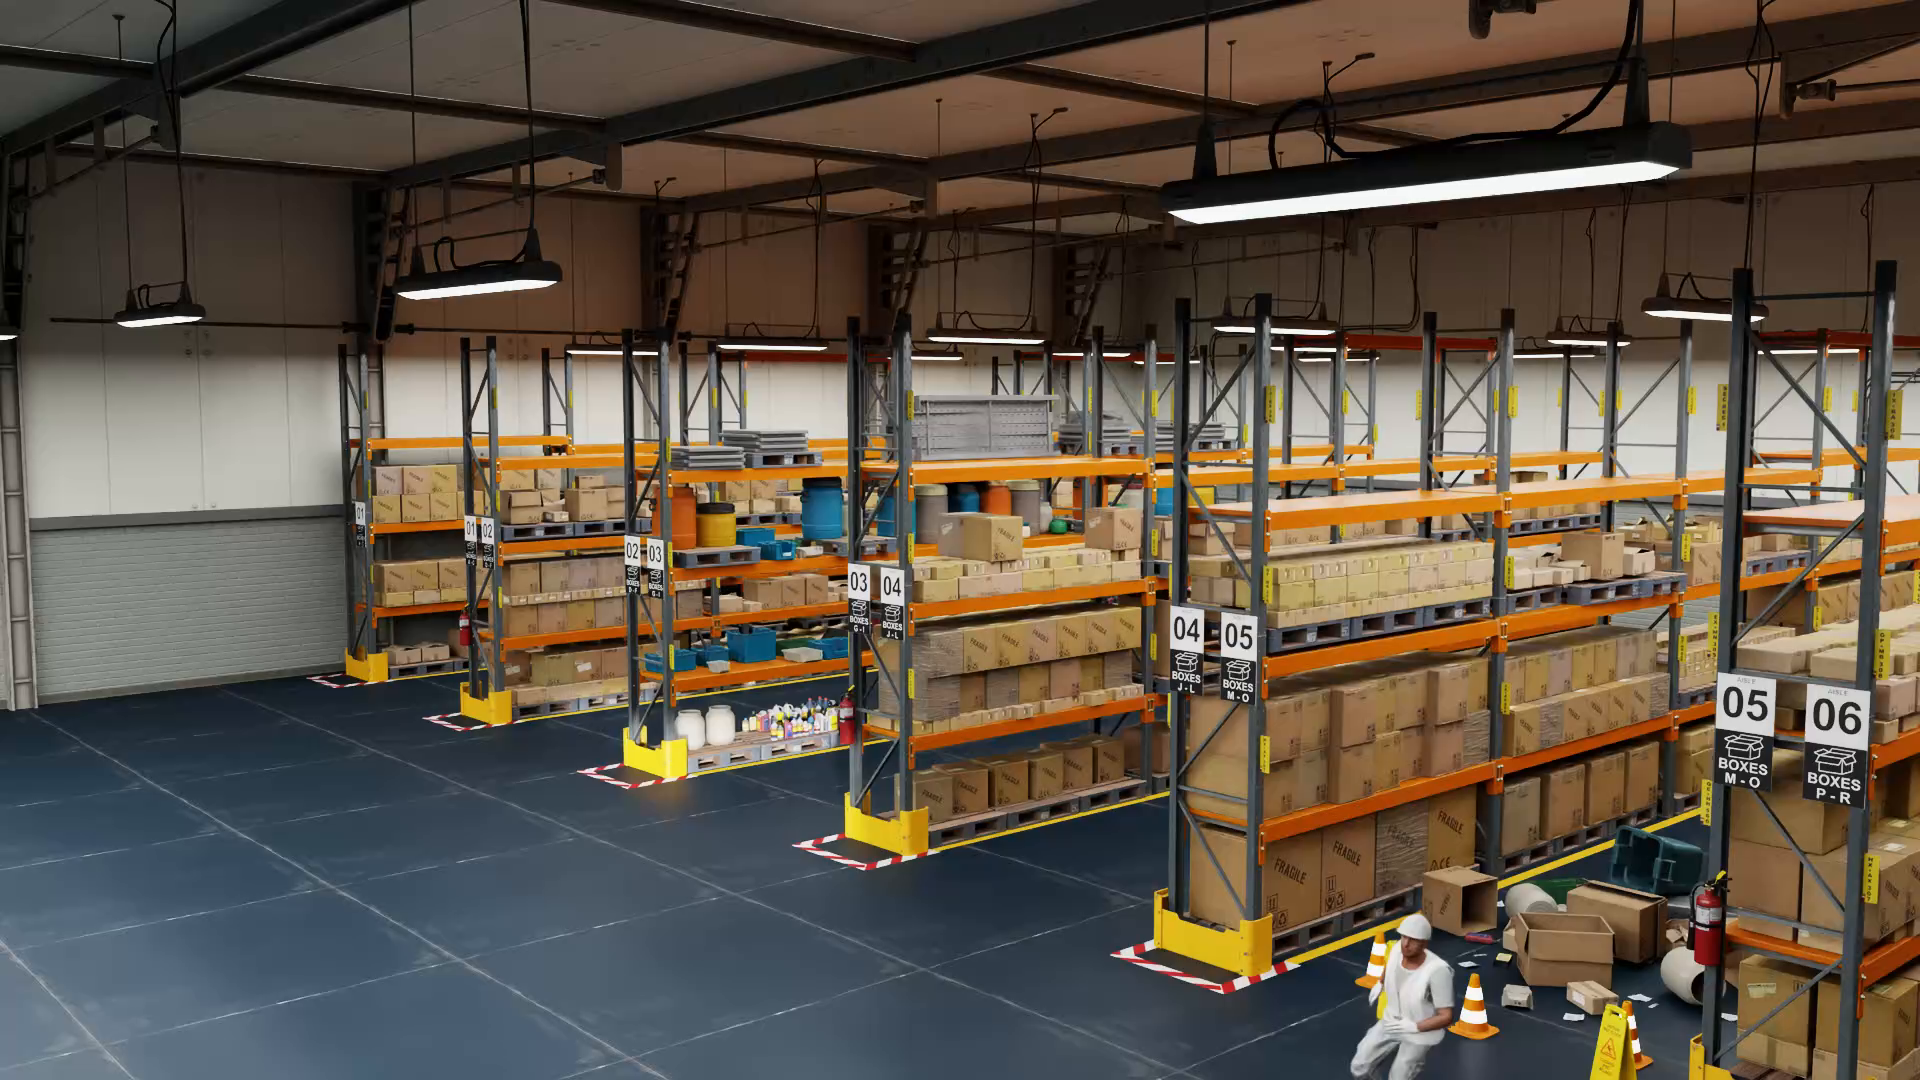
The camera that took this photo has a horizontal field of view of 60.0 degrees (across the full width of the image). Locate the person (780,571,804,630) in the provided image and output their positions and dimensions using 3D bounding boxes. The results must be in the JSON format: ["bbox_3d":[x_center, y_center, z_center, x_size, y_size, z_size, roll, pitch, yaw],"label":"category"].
[{"bbox_3d":[-3.421,1.286,33.913,0.717,1.669,0.927,2,6,25],"label":"person"}]

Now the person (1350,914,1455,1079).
[{"bbox_3d":[2.979,3.325,11.269,0.720,1.681,0.866,-5,7,-43],"label":"person"}]
